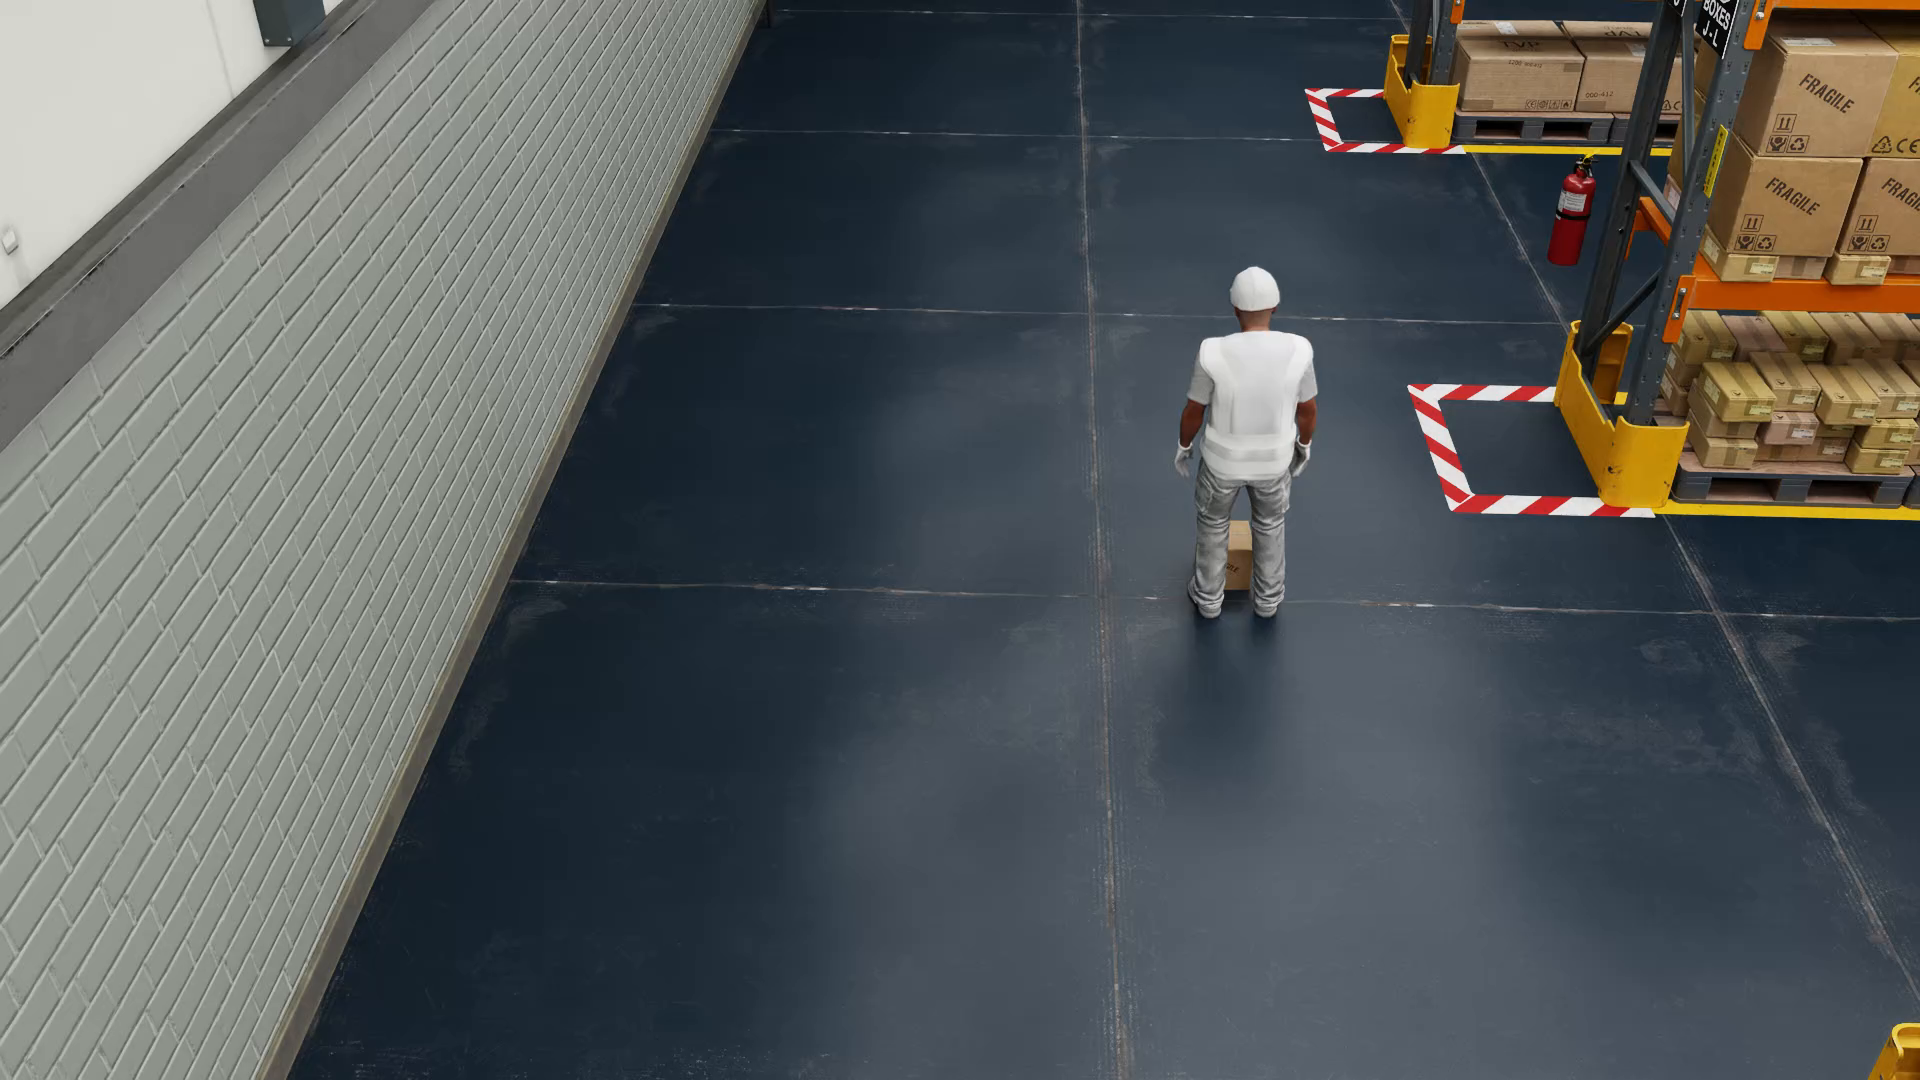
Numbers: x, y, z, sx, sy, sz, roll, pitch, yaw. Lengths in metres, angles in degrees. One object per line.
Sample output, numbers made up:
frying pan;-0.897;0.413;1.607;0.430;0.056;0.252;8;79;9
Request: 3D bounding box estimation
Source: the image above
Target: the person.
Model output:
person;1.315;-0.413;7.688;0.633;1.775;0.446;0;35;0
